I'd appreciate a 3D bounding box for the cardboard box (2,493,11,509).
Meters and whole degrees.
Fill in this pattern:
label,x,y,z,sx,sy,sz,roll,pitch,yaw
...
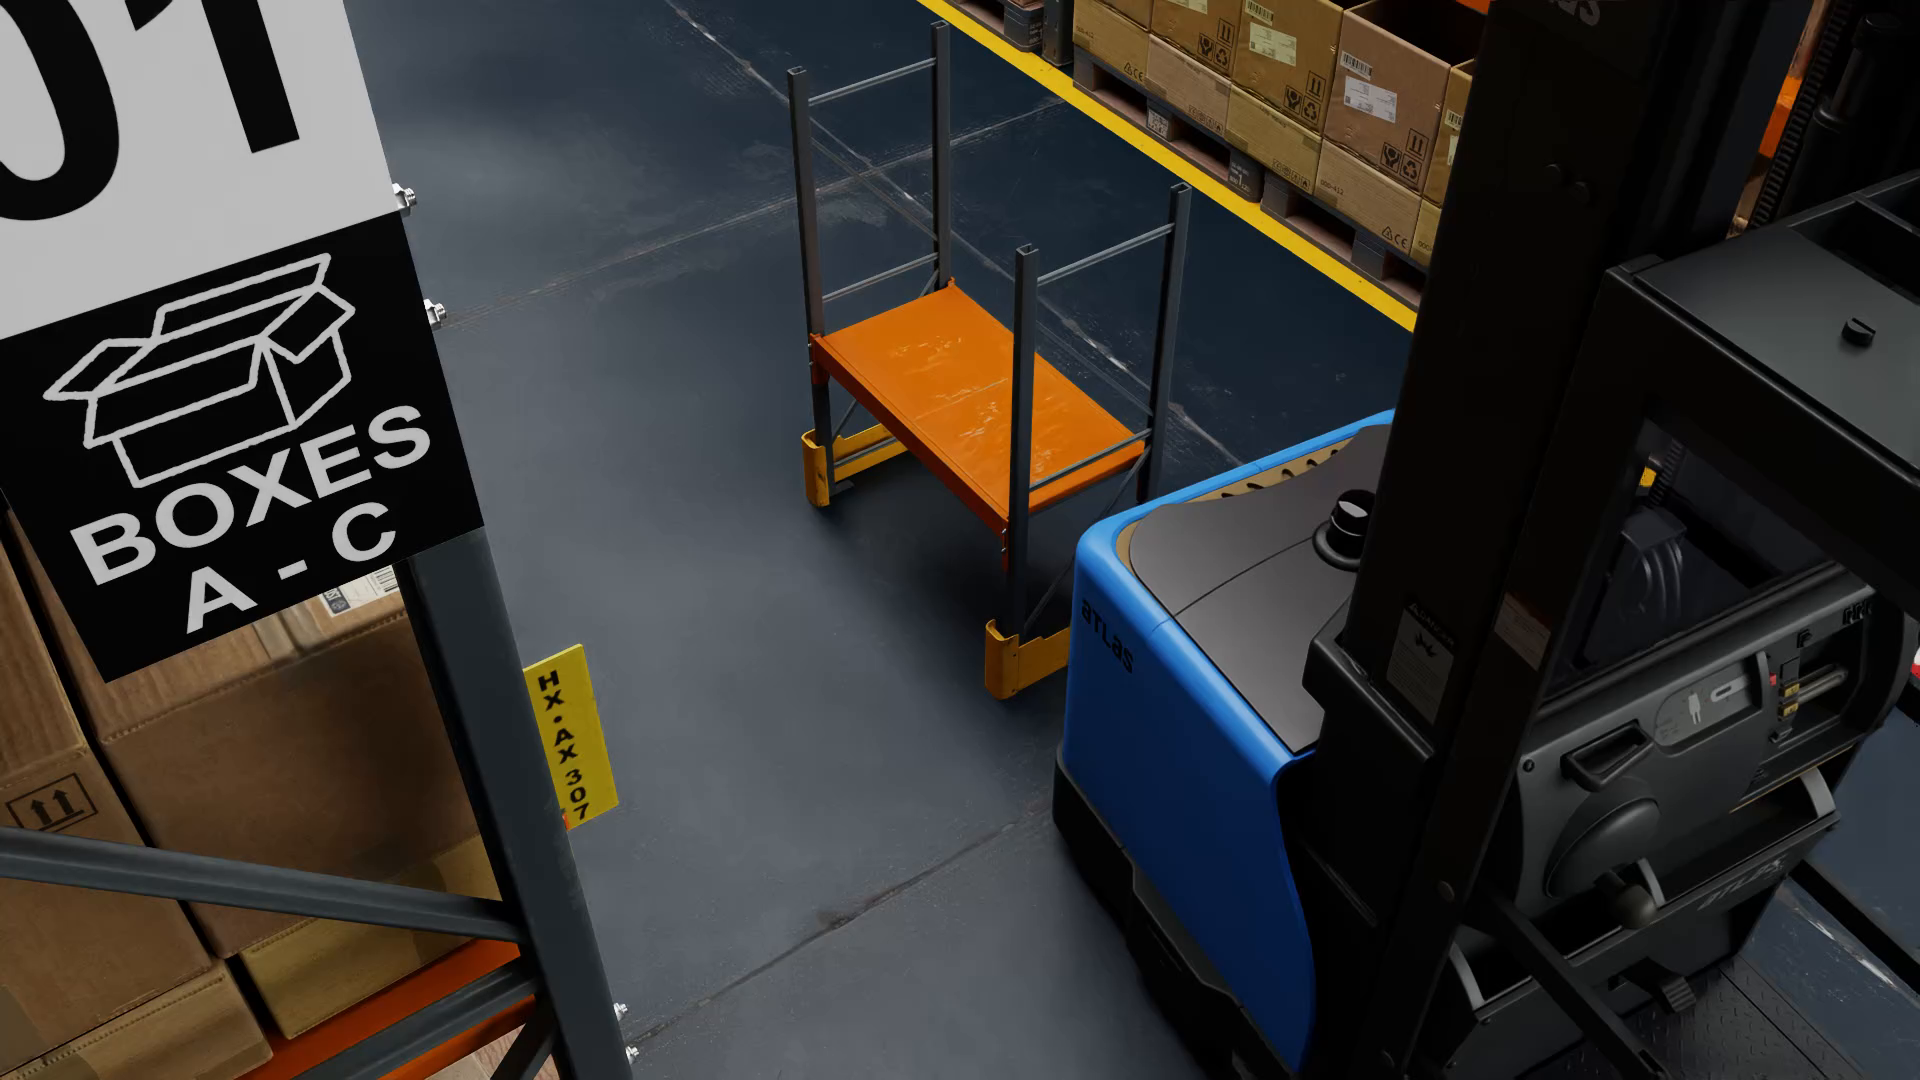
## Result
label,x,y,z,sx,sy,sz,roll,pitch,yaw
cardboard box,-1.260,-0.102,2.736,0.500,0.500,0.500,-26,49,-24

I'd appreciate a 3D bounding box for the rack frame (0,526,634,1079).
label,x,y,z,sx,sy,sz,roll,pitch,yaw
rack frame,-0.956,0.793,2.247,0.949,2.616,0.053,-26,49,-24

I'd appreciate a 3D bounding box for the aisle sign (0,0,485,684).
label,x,y,z,sx,sy,sz,roll,pitch,yaw
aisle sign,-0.672,-0.223,1.429,0.394,0.787,0.004,-26,49,-24

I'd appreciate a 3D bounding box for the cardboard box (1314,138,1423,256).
label,x,y,z,sx,sy,sz,roll,pitch,yaw
cardboard box,1.685,-1.353,6.182,0.500,0.250,0.500,-26,49,-24

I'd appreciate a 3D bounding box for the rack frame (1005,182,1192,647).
label,x,y,z,sx,sy,sz,roll,pitch,yaw
rack frame,0.340,-0.206,4.380,0.500,1.500,0.032,-26,49,-24

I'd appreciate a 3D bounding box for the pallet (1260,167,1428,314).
label,x,y,z,sx,sy,sz,roll,pitch,yaw
pallet,1.936,-1.263,6.420,1.003,0.211,1.213,-26,49,-24

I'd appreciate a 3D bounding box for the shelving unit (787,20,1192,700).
label,x,y,z,sx,sy,sz,roll,pitch,yaw
shelving unit,0.044,-0.499,4.687,0.587,1.500,1.083,-26,49,-24

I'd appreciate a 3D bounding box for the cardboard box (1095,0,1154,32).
label,x,y,z,sx,sy,sz,roll,pitch,yaw
cardboard box,0.822,-2.472,6.811,0.500,0.500,0.500,-26,49,-24

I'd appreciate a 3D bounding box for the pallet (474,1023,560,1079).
label,x,y,z,sx,sy,sz,roll,pitch,yaw
pallet,-1.438,1.286,3.750,1.003,0.211,1.213,-26,49,-24

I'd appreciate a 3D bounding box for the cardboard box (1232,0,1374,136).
label,x,y,z,sx,sy,sz,roll,pitch,yaw
cardboard box,1.394,-1.906,6.218,0.500,0.500,0.500,-26,49,-24

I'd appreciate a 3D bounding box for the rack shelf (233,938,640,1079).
label,x,y,z,sx,sy,sz,roll,pitch,yaw
rack shelf,-2.103,-0.078,3.680,1.077,0.370,4.000,-26,49,-24

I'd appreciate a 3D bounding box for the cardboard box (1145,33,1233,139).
label,x,y,z,sx,sy,sz,roll,pitch,yaw
cardboard box,1.112,-1.919,6.775,0.500,0.250,0.500,-26,49,-24

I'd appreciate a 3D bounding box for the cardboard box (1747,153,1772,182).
label,x,y,z,sx,sy,sz,roll,pitch,yaw
cardboard box,2.690,-1.267,5.549,0.500,0.500,0.500,-26,49,-24

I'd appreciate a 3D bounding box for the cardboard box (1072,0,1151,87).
label,x,y,z,sx,sy,sz,roll,pitch,yaw
cardboard box,0.830,-2.205,7.074,0.500,0.250,0.500,-26,49,-24

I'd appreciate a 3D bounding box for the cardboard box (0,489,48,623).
label,x,y,z,sx,sy,sz,roll,pitch,yaw
cardboard box,-1.683,0.099,2.526,0.500,0.500,0.500,-25,49,-24

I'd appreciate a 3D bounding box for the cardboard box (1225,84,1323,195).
label,x,y,z,sx,sy,sz,roll,pitch,yaw
cardboard box,1.394,-1.634,6.477,0.500,0.250,0.500,-26,49,-24

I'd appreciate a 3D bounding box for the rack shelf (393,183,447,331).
label,x,y,z,sx,sy,sz,roll,pitch,yaw
rack shelf,-2.103,-1.163,2.644,1.077,0.370,4.000,-26,49,-24

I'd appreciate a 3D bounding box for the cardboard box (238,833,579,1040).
label,x,y,z,sx,sy,sz,roll,pitch,yaw
cardboard box,-0.978,0.440,2.711,0.500,0.250,0.500,-27,50,-26

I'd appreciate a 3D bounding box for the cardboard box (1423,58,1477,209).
label,x,y,z,sx,sy,sz,roll,pitch,yaw
cardboard box,1.967,-1.340,5.625,0.500,0.500,0.500,-26,49,-24

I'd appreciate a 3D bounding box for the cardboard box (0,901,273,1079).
label,x,y,z,sx,sy,sz,roll,pitch,yaw
cardboard box,-1.385,0.654,2.487,0.500,0.250,0.500,-25,49,-24

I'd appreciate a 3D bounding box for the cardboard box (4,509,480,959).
label,x,y,z,sx,sy,sz,roll,pitch,yaw
cardboard box,-0.986,0.181,2.439,0.500,0.500,0.500,-26,49,-24

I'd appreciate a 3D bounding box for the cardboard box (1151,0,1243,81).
label,x,y,z,sx,sy,sz,roll,pitch,yaw
cardboard box,1.115,-2.192,6.518,0.500,0.500,0.500,-26,49,-24

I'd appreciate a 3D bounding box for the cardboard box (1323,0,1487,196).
label,x,y,z,sx,sy,sz,roll,pitch,yaw
cardboard box,1.682,-1.623,5.922,0.500,0.500,0.500,-26,49,-24

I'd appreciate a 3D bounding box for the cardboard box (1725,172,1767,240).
label,x,y,z,sx,sy,sz,roll,pitch,yaw
cardboard box,2.551,-0.779,5.038,0.500,0.500,0.500,-26,49,-24

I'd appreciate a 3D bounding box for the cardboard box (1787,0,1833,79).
label,x,y,z,sx,sy,sz,roll,pitch,yaw
cardboard box,2.541,-1.765,4.855,0.700,0.500,0.500,-24,49,-23

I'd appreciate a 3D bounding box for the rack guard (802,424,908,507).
label,x,y,z,sx,sy,sz,roll,pitch,yaw
rack guard,-0.241,-0.329,5.414,0.587,0.250,0.087,-26,49,-24

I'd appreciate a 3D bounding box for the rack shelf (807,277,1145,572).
label,x,y,z,sx,sy,sz,roll,pitch,yaw
rack shelf,0.049,-0.364,4.806,0.538,0.185,1.000,-26,49,-24

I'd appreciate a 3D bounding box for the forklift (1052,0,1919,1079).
label,x,y,z,sx,sy,sz,roll,pitch,yaw
forklift,1.392,0.427,2.681,1.130,2.935,3.031,-21,47,-20

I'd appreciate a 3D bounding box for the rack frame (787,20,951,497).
label,x,y,z,sx,sy,sz,roll,pitch,yaw
rack frame,-0.242,-0.782,4.983,0.500,1.500,0.032,-26,49,-24

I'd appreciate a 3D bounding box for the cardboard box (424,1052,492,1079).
label,x,y,z,sx,sy,sz,roll,pitch,yaw
cardboard box,-1.281,1.181,3.469,0.500,0.311,0.500,-31,52,-29

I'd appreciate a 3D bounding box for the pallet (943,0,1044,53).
label,x,y,z,sx,sy,sz,roll,pitch,yaw
pallet,0.360,-2.823,8.054,1.003,0.211,1.213,-26,49,-24

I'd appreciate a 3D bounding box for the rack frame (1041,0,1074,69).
label,x,y,z,sx,sy,sz,roll,pitch,yaw
rack frame,0.814,-3.430,6.670,1.000,3.000,0.127,-26,49,-24

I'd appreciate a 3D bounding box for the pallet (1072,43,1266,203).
label,x,y,z,sx,sy,sz,roll,pitch,yaw
pallet,1.234,-1.954,7.144,1.003,0.211,1.213,-26,49,-24

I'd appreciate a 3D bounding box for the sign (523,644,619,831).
label,x,y,z,sx,sy,sz,roll,pitch,yaw
sign,-0.514,0.267,2.171,0.100,0.325,0.005,-26,49,-24

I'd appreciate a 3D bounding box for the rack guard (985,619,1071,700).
label,x,y,z,sx,sy,sz,roll,pitch,yaw
rack guard,0.329,0.235,4.823,0.587,0.250,0.087,-26,49,-24

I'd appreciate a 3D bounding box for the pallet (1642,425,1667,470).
label,x,y,z,sx,sy,sz,roll,pitch,yaw
pallet,2.630,-0.572,5.696,1.003,0.211,1.213,-26,49,-24

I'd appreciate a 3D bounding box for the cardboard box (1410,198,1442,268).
label,x,y,z,sx,sy,sz,roll,pitch,yaw
cardboard box,1.969,-1.069,5.885,0.500,0.250,0.500,-26,49,-24

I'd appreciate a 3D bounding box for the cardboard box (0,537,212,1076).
label,x,y,z,sx,sy,sz,roll,pitch,yaw
cardboard box,-1.403,0.388,2.223,0.500,0.500,0.500,-26,50,-25

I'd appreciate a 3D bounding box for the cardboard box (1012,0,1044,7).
label,x,y,z,sx,sy,sz,roll,pitch,yaw
cardboard box,0.339,-2.707,7.601,0.500,0.250,0.500,-26,50,-25
